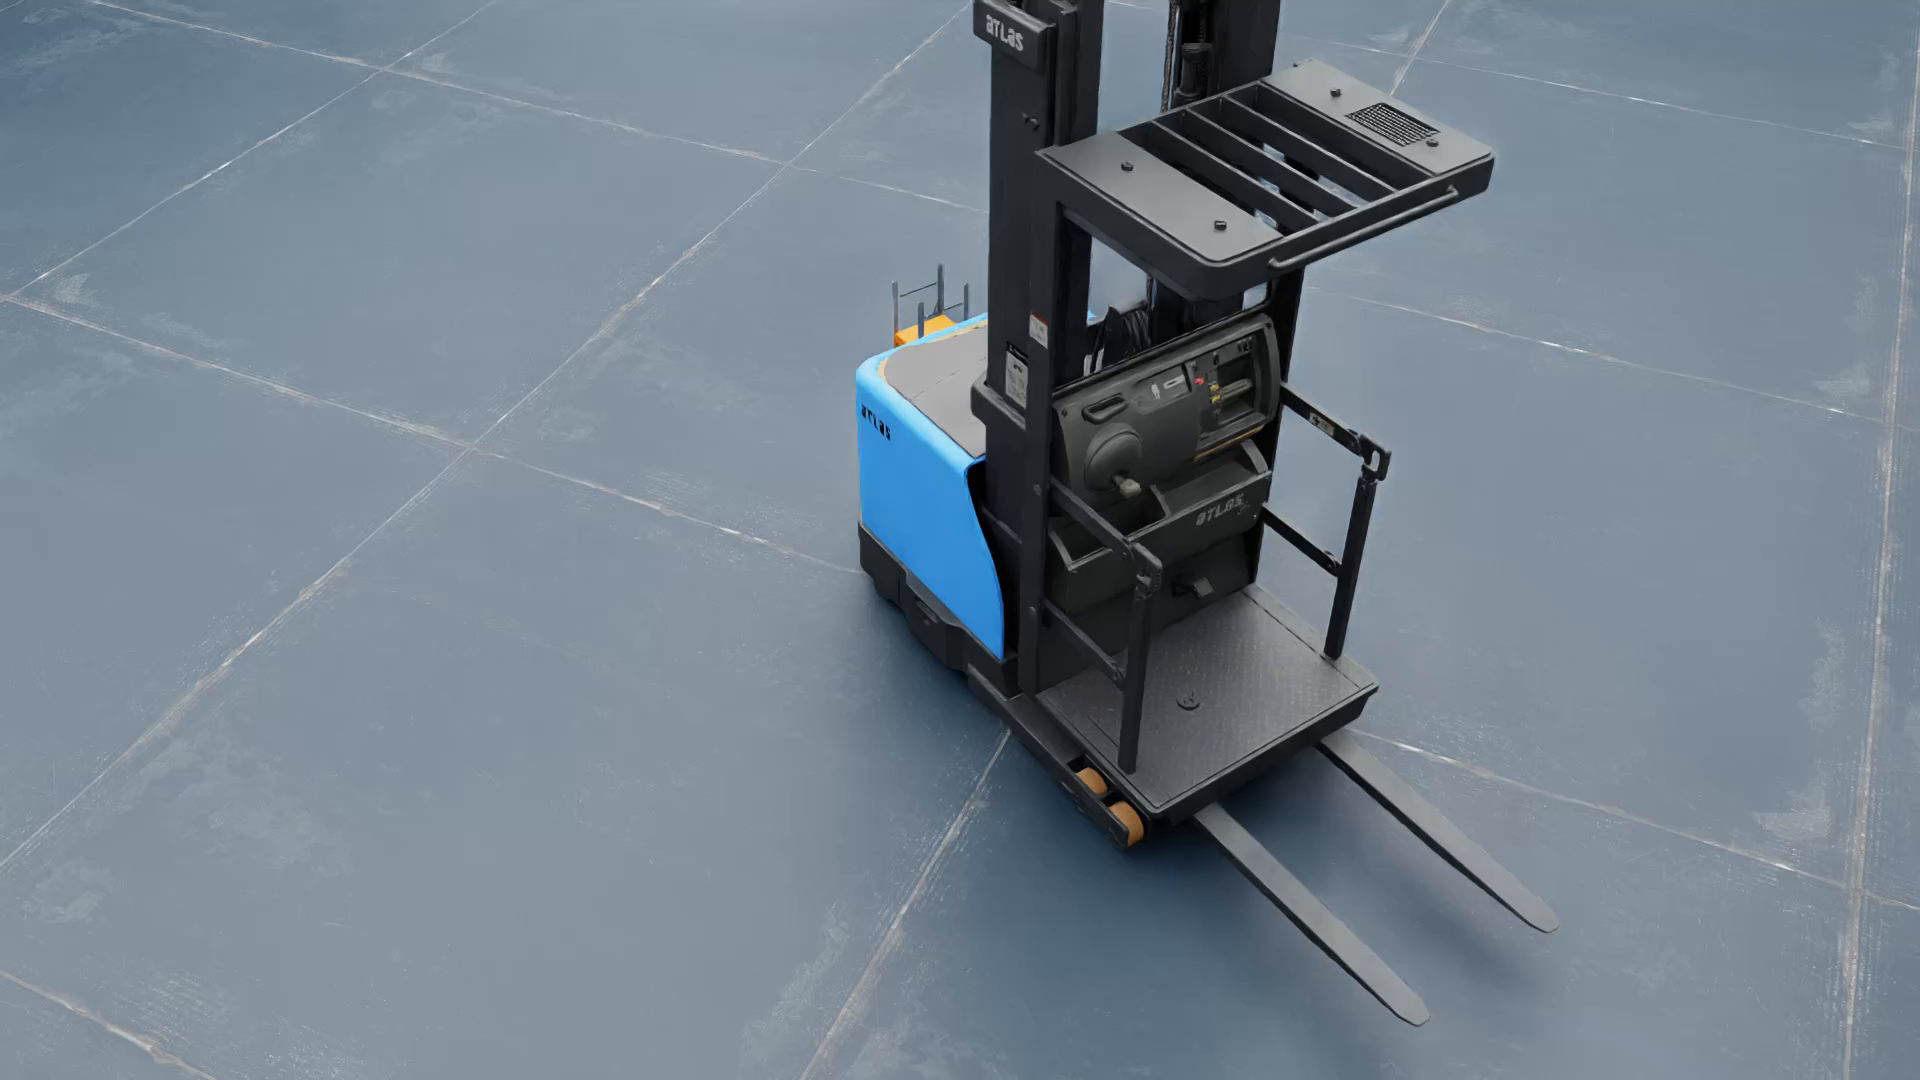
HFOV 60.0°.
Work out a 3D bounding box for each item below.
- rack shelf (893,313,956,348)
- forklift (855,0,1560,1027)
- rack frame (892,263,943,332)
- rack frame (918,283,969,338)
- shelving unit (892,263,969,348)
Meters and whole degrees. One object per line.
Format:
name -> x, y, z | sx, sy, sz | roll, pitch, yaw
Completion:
rack shelf -> -0.116, -0.806, 6.782 | 0.258, 0.103, 0.180 | -25, 47, -26
forklift -> 0.832, -0.365, 5.434 | 1.130, 2.935, 3.031 | -25, 47, -26
rack frame -> -0.169, -0.617, 7.045 | 0.240, 1.200, 0.006 | -25, 47, -26
rack frame -> -0.064, -0.518, 6.932 | 0.240, 1.200, 0.006 | -25, 47, -26
shelving unit -> -0.116, -0.567, 6.989 | 0.258, 1.200, 0.189 | -25, 47, -26
